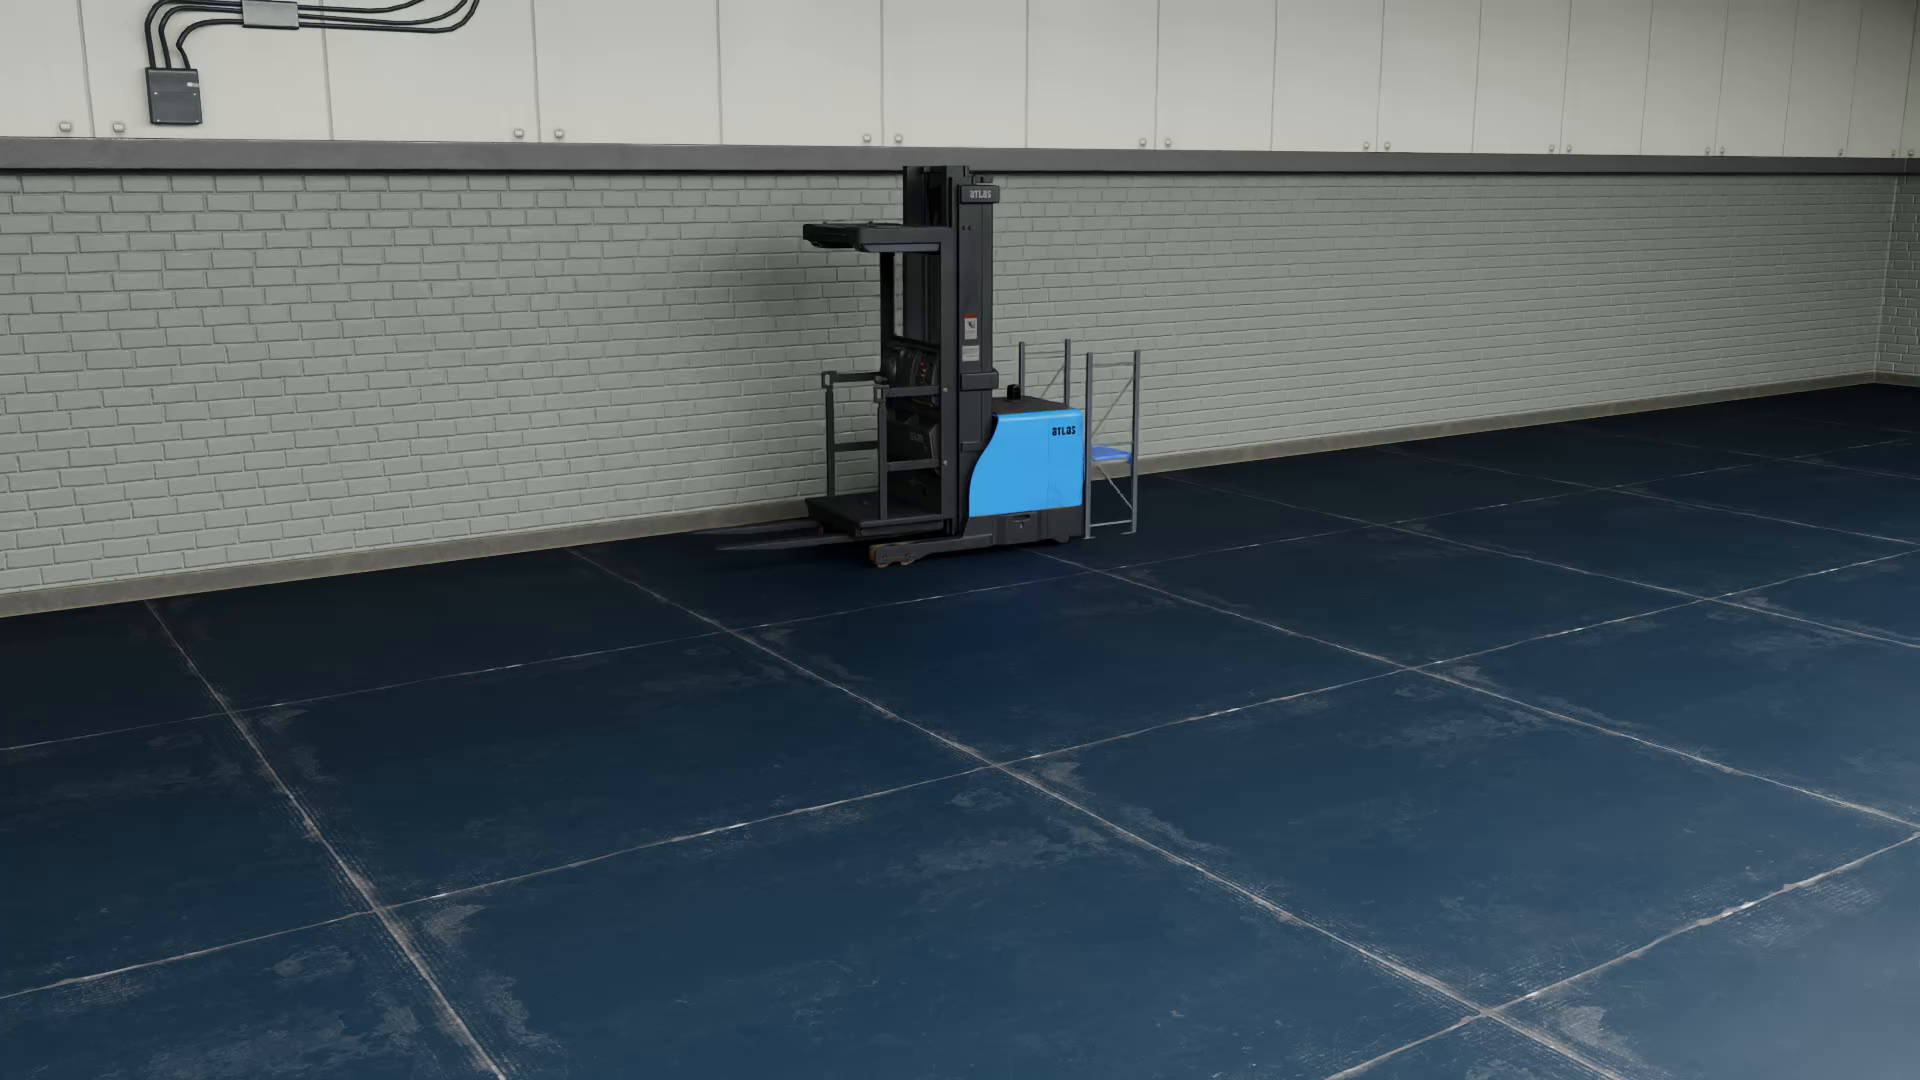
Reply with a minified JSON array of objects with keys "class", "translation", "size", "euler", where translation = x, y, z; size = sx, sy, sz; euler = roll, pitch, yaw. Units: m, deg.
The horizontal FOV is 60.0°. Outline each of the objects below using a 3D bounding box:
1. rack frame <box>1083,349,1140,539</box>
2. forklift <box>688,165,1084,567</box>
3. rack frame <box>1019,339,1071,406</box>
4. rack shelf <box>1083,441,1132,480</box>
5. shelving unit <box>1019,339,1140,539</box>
[{"class":"rack frame","translation":[1.220,-0.768,13.363],"size":[0.500,1.500,0.032],"euler":[-7,14,-29]},{"class":"forklift","translation":[-0.565,-1.357,12.705],"size":[3.031,2.935,1.130],"euler":[-6,14,-27]},{"class":"rack frame","translation":[0.719,-0.957,14.227],"size":[0.500,1.500,0.032],"euler":[-7,14,-29]},{"class":"rack shelf","translation":[0.969,-0.687,13.834],"size":[0.538,0.185,1.000],"euler":[-7,14,-29]},{"class":"shelving unit","translation":[0.969,-0.863,13.795],"size":[0.538,1.500,1.048],"euler":[-7,14,-29]}]
